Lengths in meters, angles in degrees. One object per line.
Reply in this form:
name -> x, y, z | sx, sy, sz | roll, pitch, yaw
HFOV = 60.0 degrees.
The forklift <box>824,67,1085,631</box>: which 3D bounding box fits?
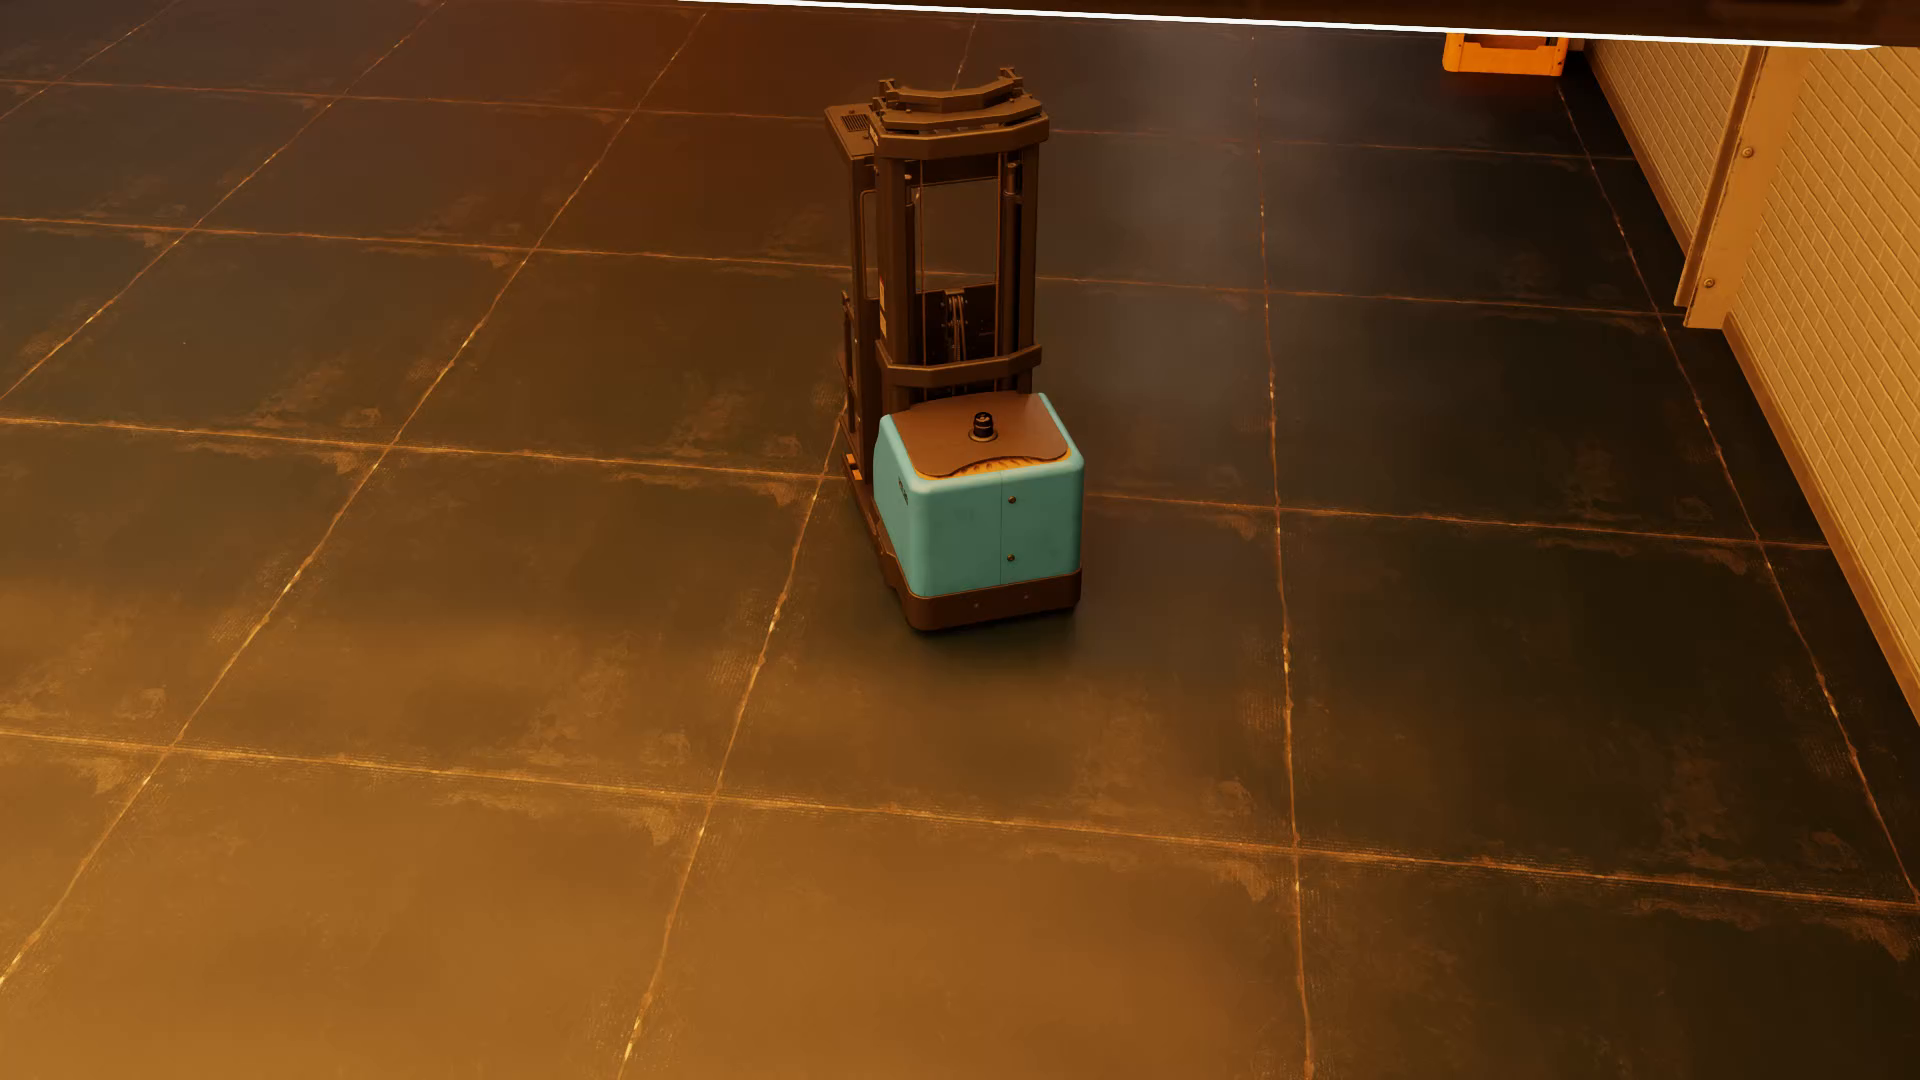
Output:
forklift -> -0.159, -1.528, 10.103 | 1.130, 2.935, 3.031 | -9, 37, -12
